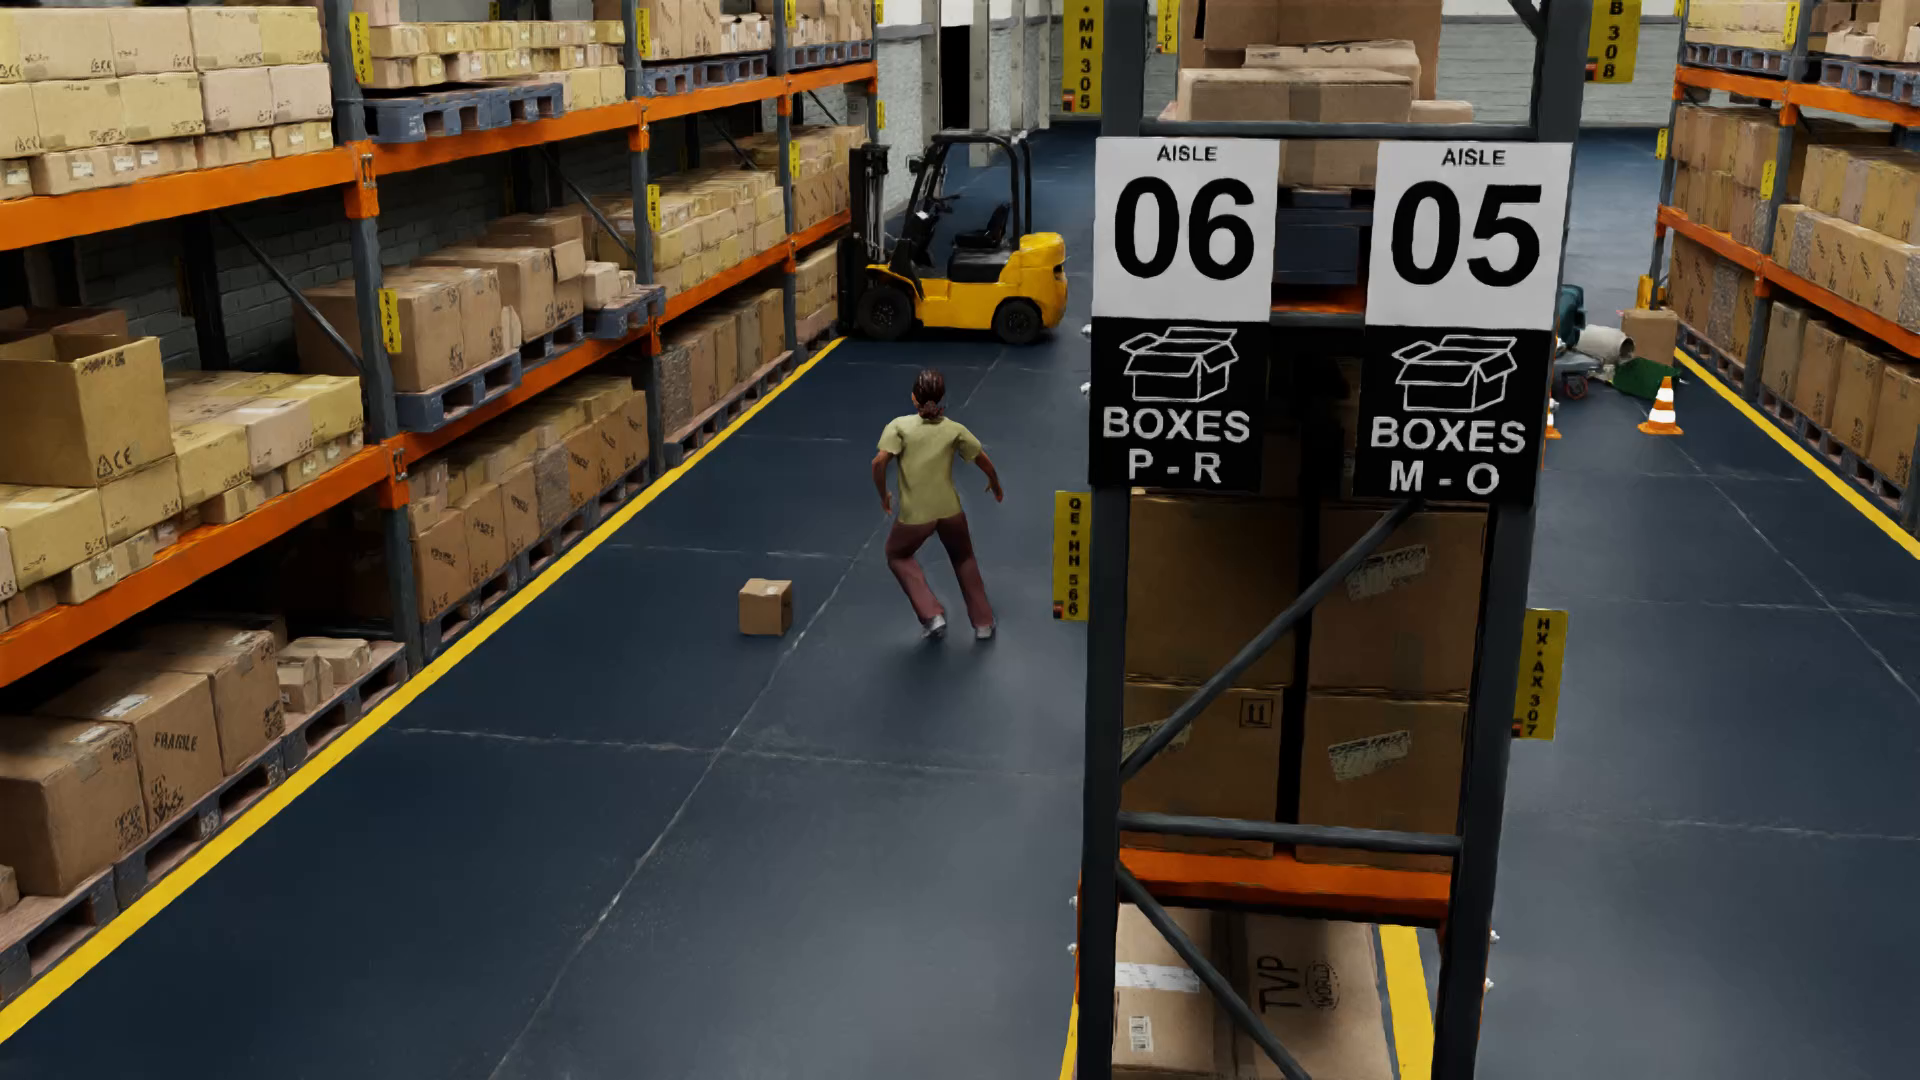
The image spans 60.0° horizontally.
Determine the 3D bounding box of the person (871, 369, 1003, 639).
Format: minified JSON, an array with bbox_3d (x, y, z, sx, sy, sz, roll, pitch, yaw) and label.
[{"bbox_3d":[-0.115,-0.174,9.296,0.836,1.590,0.468,-7,19,-20],"label":"person"}]
